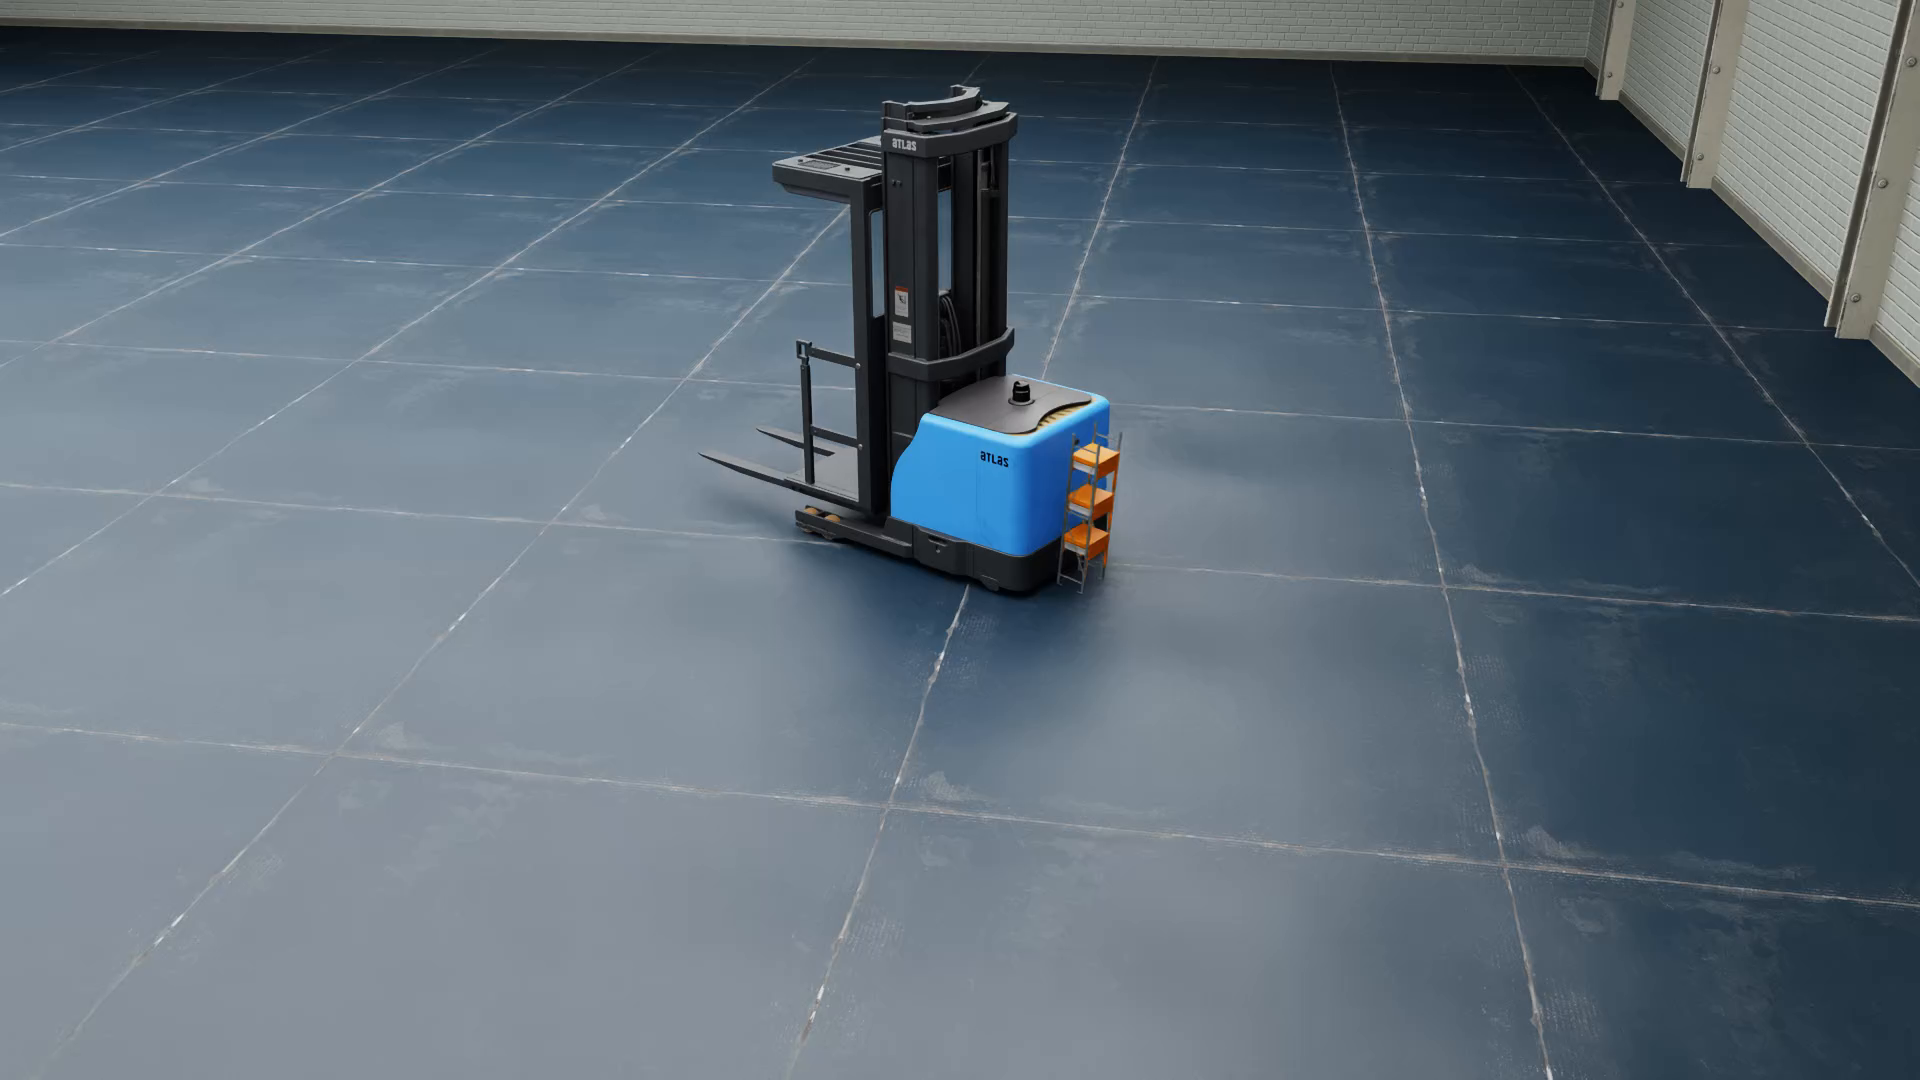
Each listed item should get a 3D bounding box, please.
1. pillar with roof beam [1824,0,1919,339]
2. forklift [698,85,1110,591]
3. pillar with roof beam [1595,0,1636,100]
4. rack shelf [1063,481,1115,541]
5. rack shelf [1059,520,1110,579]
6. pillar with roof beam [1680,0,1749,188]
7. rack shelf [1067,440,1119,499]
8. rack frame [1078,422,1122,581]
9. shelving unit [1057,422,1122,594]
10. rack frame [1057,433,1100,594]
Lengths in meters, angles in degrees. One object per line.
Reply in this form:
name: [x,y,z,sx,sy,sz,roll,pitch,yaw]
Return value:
pillar with roof beam: [3.949,-6.293,14.080,9.100,9.000,0.400,4,25,9]
forklift: [-0.502,-1.489,10.974,3.031,2.935,1.130,18,30,33]
pillar with roof beam: [5.910,-11.312,24.802,9.100,9.000,0.400,4,25,9]
rack shelf: [0.804,-0.185,10.412,0.215,0.259,0.240,22,33,31]
rack shelf: [0.786,0.060,10.542,0.215,0.259,0.240,22,33,31]
pillar with roof beam: [4.929,-8.802,19.441,9.100,9.000,0.400,4,25,9]
rack shelf: [0.822,-0.435,10.280,0.215,0.259,0.240,22,33,31]
rack frame: [0.878,-0.235,10.495,0.200,1.050,0.008,22,33,31]
shelving unit: [0.805,-0.194,10.407,0.215,1.050,0.252,22,33,31]
rack frame: [0.731,-0.153,10.319,0.200,1.050,0.008,22,33,31]
